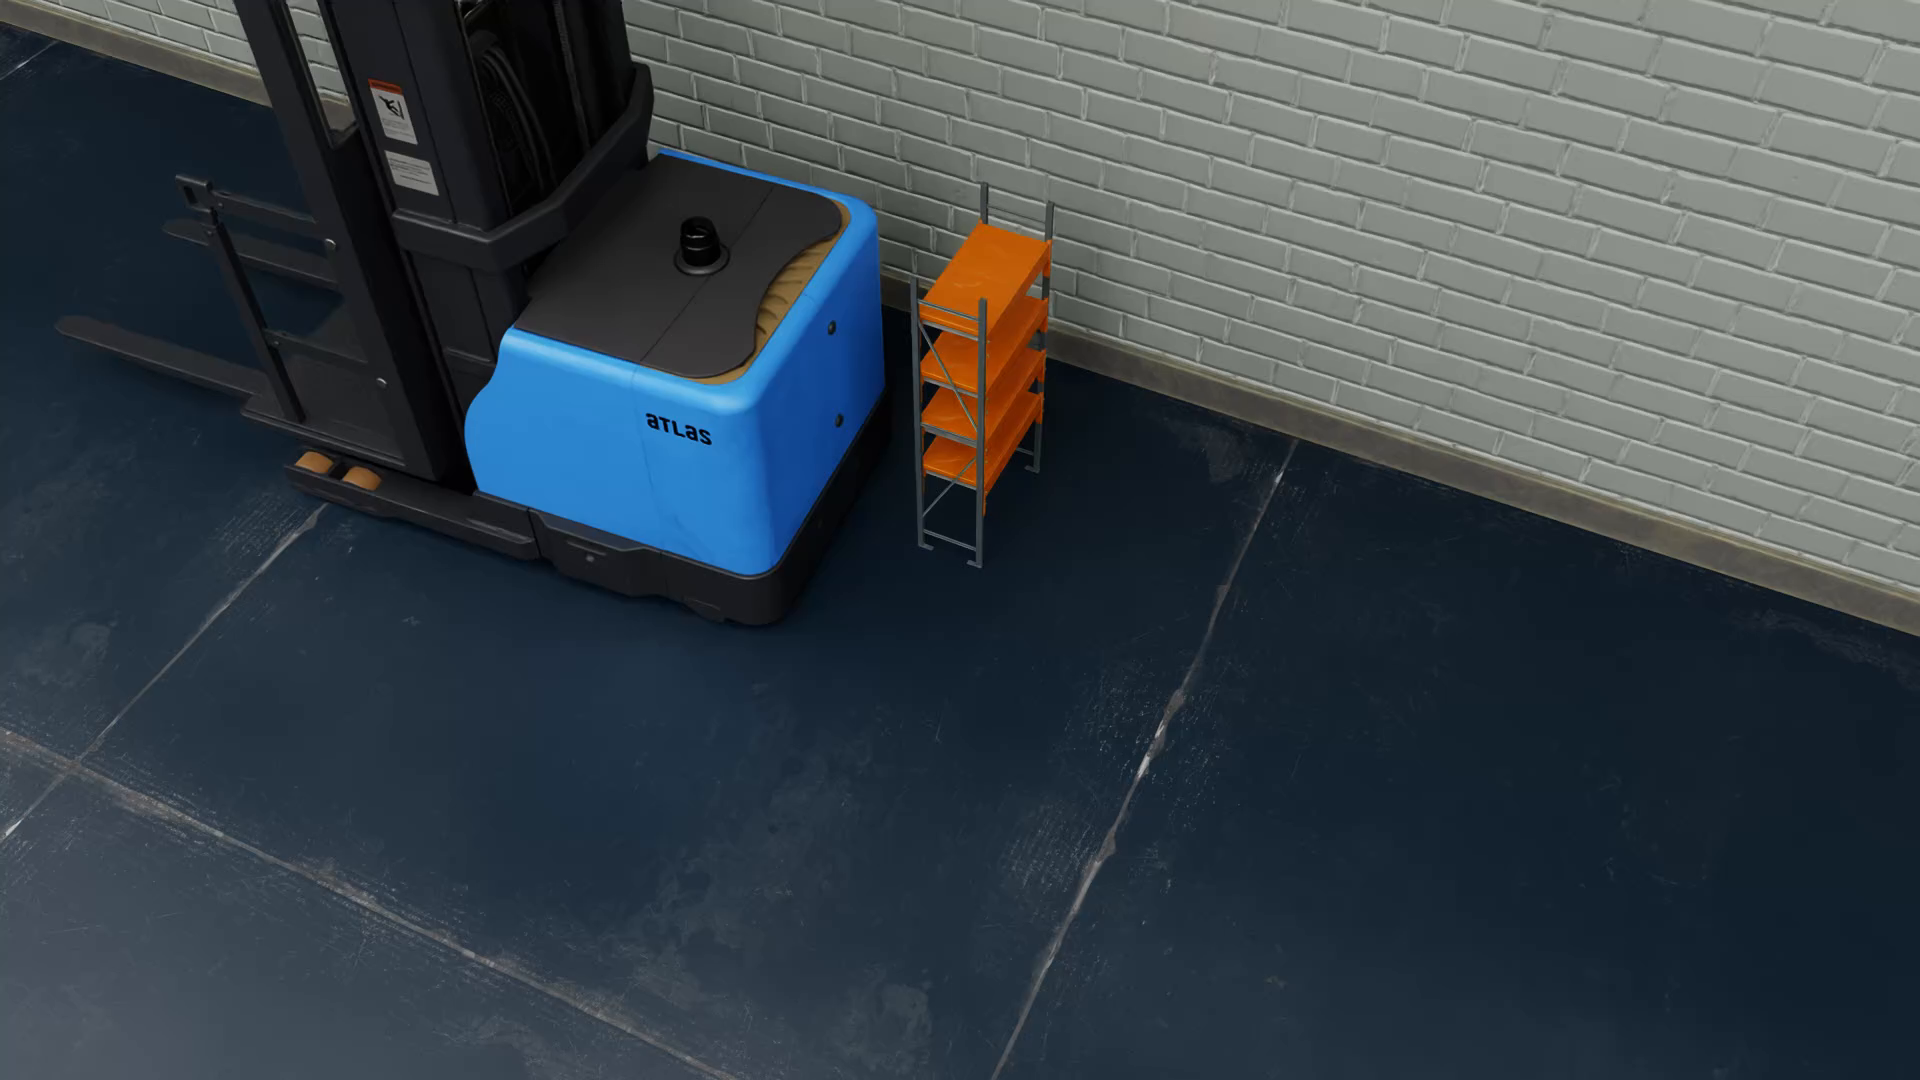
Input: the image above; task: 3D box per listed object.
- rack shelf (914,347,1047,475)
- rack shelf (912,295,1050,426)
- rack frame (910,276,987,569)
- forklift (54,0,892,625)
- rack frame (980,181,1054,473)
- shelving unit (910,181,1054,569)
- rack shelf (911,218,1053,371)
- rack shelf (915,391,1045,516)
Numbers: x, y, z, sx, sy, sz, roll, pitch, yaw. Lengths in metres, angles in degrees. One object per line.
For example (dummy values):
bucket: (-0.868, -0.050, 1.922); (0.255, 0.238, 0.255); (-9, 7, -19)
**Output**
rack shelf: (0.071, -0.459, 5.441); (0.258, 0.148, 0.480); (20, 52, 16)
rack shelf: (0.071, -0.604, 5.271); (0.258, 0.148, 0.480); (20, 52, 16)
rack frame: (-0.034, -0.335, 5.247); (0.240, 1.200, 0.015); (20, 52, 16)
forklift: (-1.815, -1.401, 5.017); (3.031, 2.935, 1.130); (17, 52, 14)
rack frame: (0.175, -0.671, 5.533); (0.240, 1.200, 0.015); (20, 52, 16)
shelving unit: (0.071, -0.503, 5.390); (0.258, 1.200, 0.503); (20, 52, 16)
rack shelf: (0.071, -0.757, 5.091); (0.258, 0.148, 0.480); (20, 52, 16)
rack shelf: (0.071, -0.331, 5.592); (0.258, 0.148, 0.480); (20, 52, 16)
